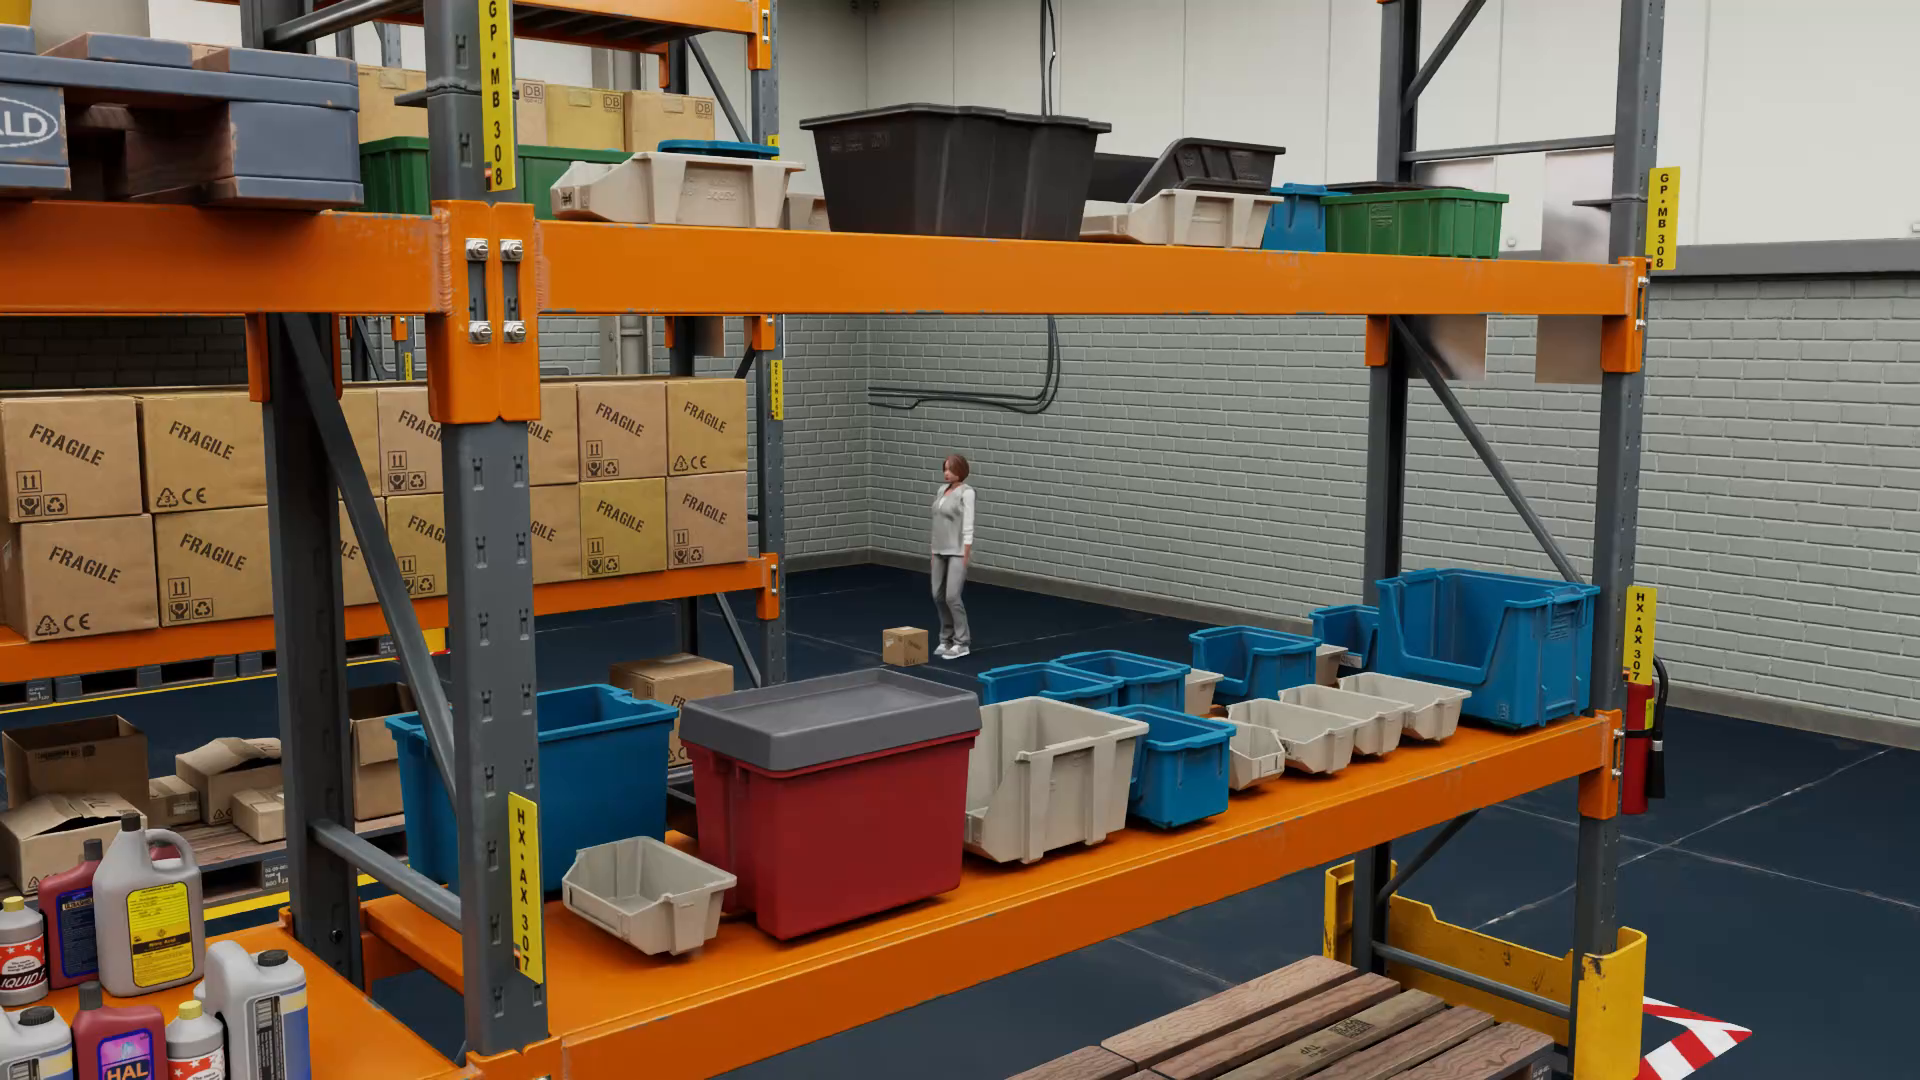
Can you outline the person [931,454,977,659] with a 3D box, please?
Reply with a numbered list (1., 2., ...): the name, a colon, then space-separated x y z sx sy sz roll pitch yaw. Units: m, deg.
1. person: -0.063 0.138 12.977 0.331 1.624 0.409 -6 10 -39
